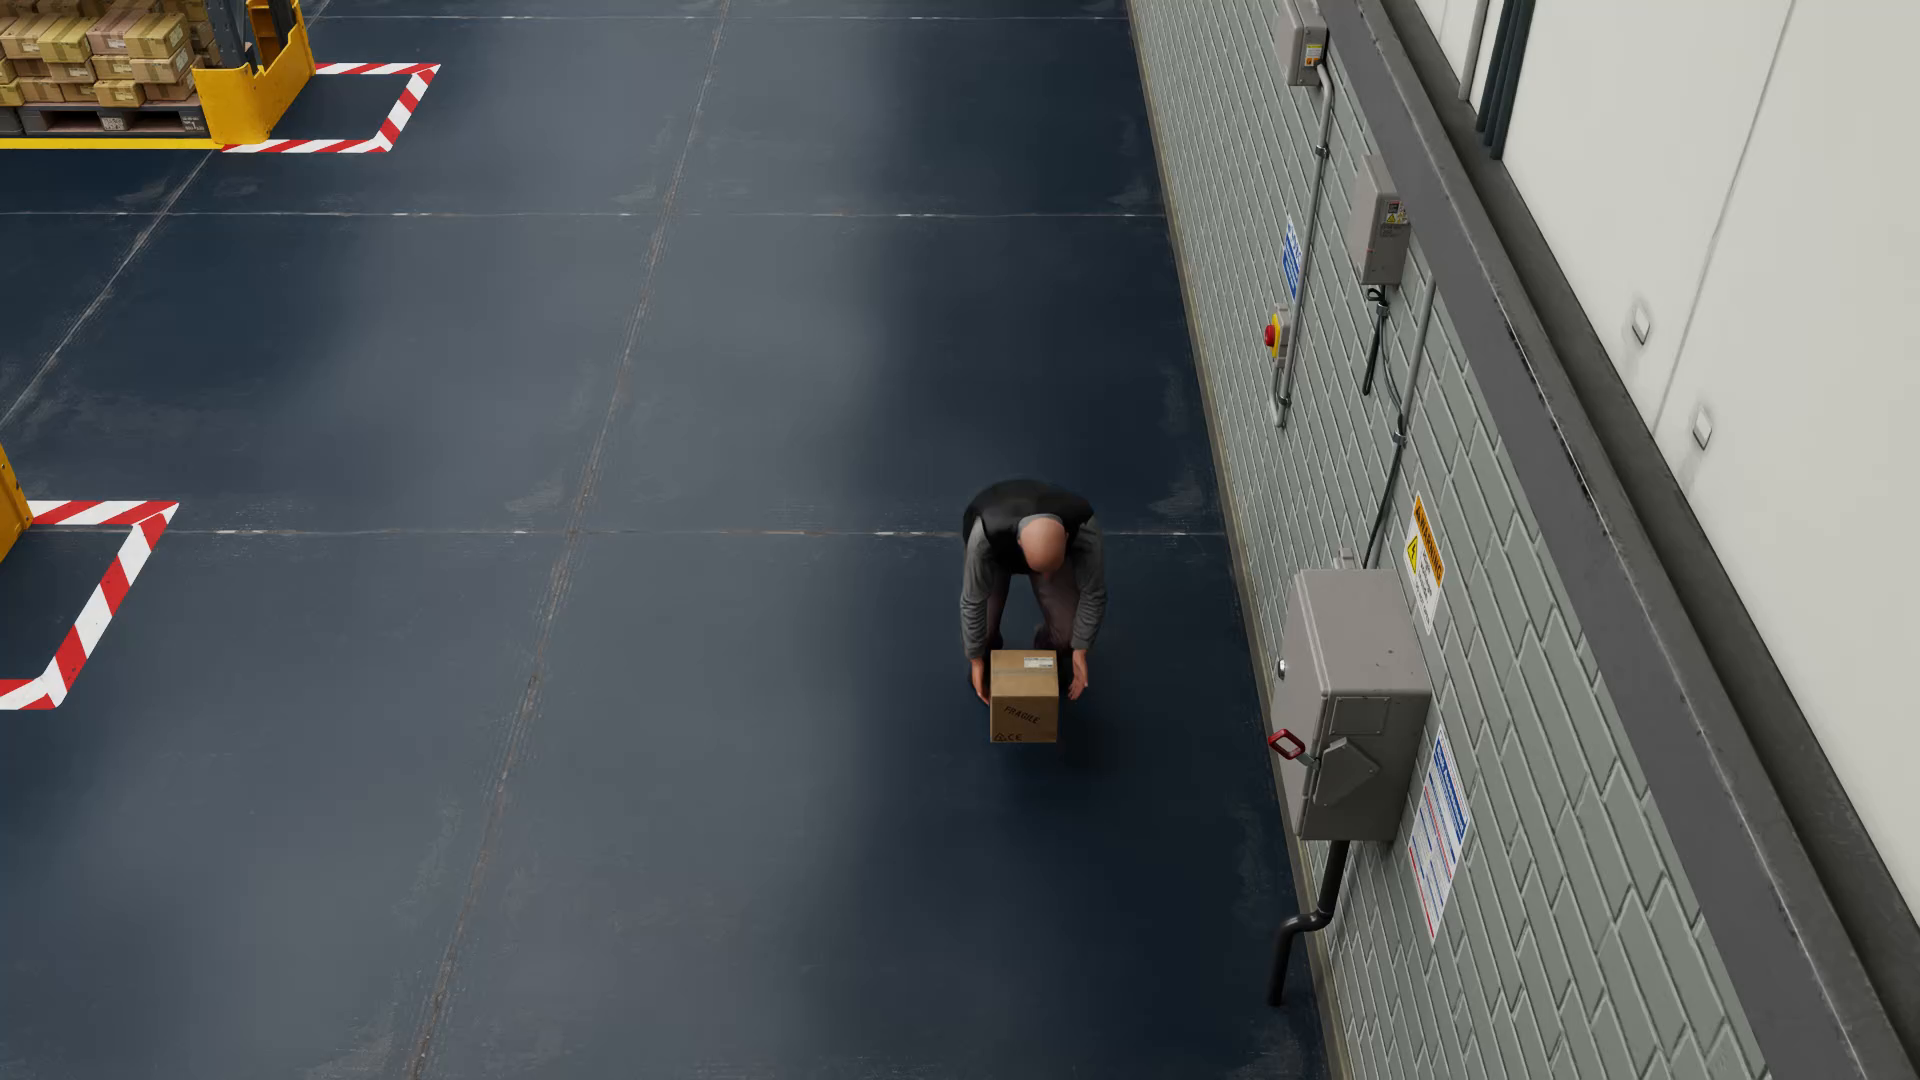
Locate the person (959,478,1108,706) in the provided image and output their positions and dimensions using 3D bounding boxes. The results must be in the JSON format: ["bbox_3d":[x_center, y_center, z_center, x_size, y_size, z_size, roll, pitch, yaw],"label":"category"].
[{"bbox_3d":[0.277,0.167,6.461,0.560,1.104,0.824,0,39,0],"label":"person"}]
